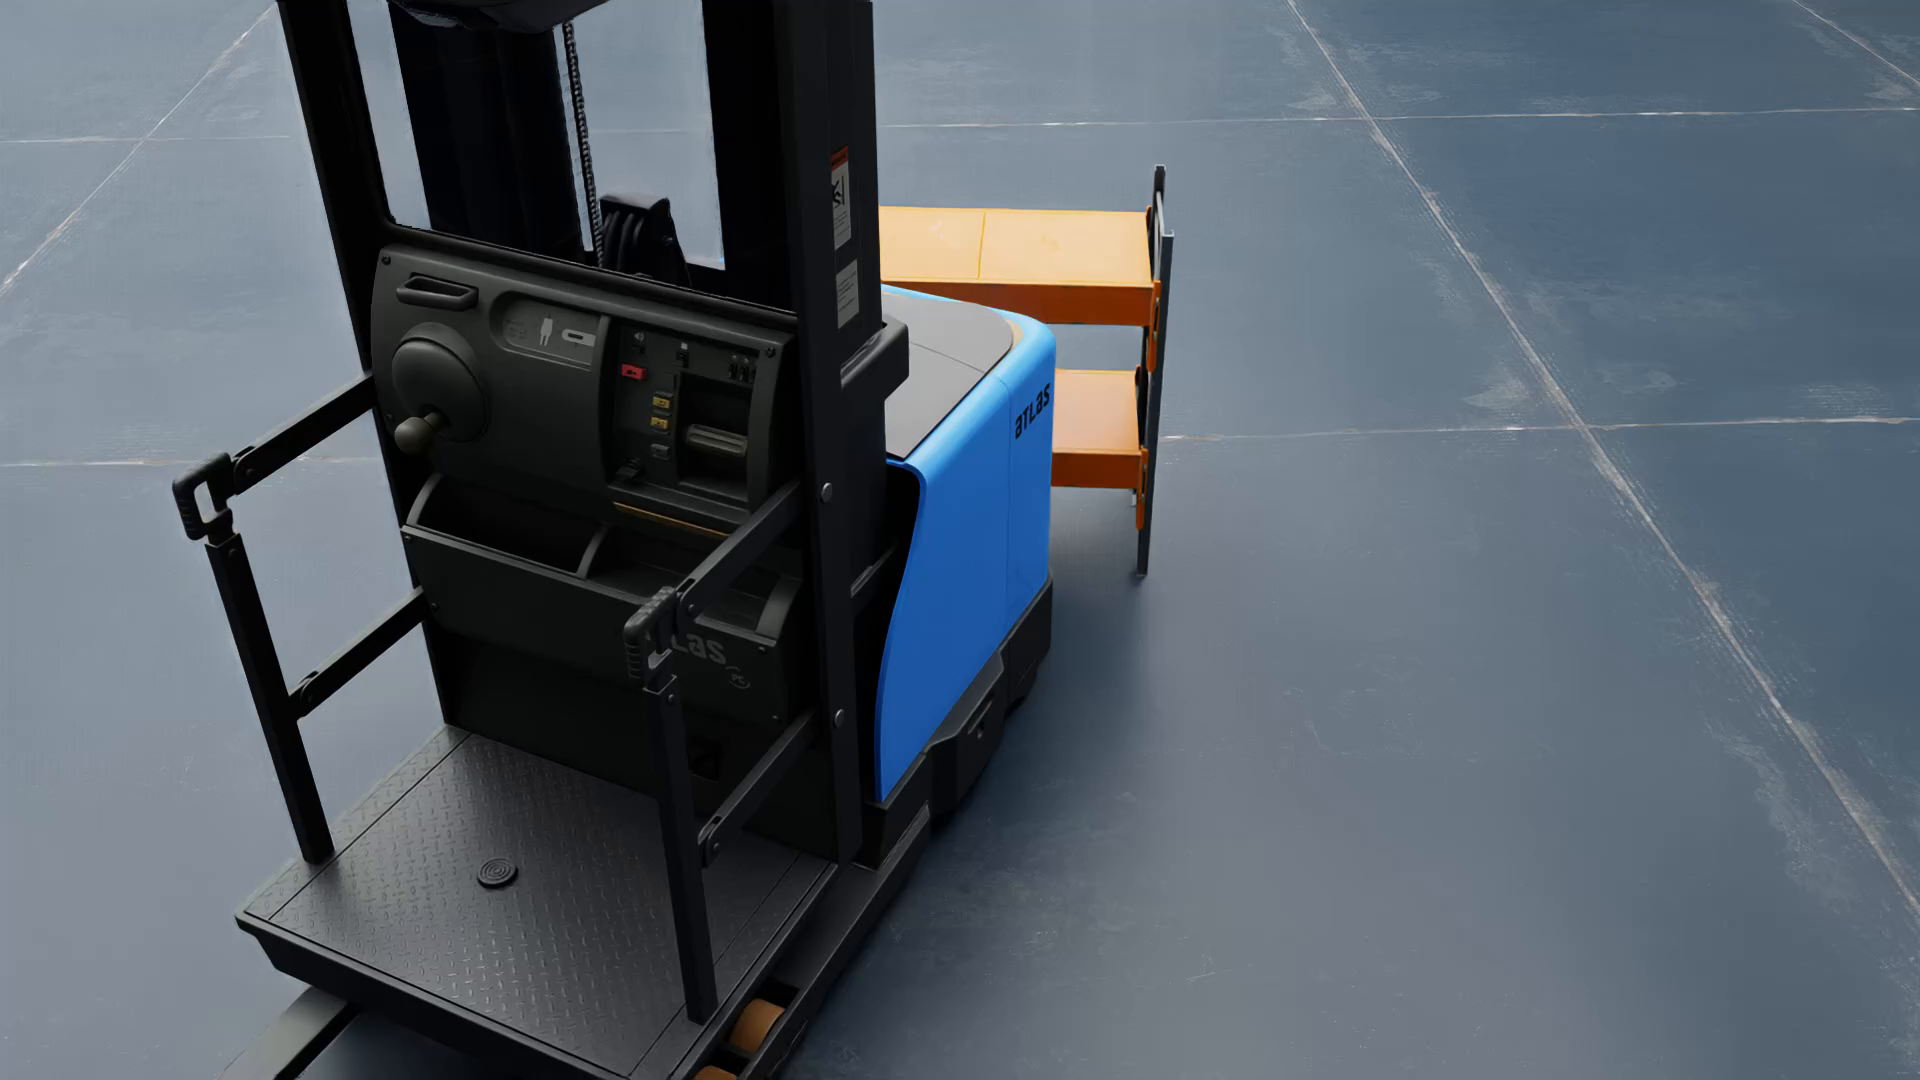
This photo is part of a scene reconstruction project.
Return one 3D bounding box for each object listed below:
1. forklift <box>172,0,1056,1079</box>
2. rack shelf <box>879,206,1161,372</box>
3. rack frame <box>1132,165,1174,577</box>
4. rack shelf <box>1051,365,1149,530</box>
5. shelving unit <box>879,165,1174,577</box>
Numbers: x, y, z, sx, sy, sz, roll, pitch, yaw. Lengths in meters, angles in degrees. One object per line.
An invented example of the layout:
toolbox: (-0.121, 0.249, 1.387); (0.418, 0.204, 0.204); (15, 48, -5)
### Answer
forklift: (-0.837, -0.236, 3.016); (1.130, 2.935, 3.031); (15, 38, 21)
rack shelf: (0.062, -0.749, 4.829); (1.000, 0.278, 0.538); (2, 35, 3)
rack frame: (0.570, -0.492, 4.973); (0.032, 1.125, 0.500); (2, 35, 3)
rack shelf: (0.062, -0.307, 5.135); (1.000, 0.278, 0.538); (2, 35, 3)
shelving unit: (0.062, -0.508, 4.995); (1.048, 1.125, 0.538); (2, 35, 3)
